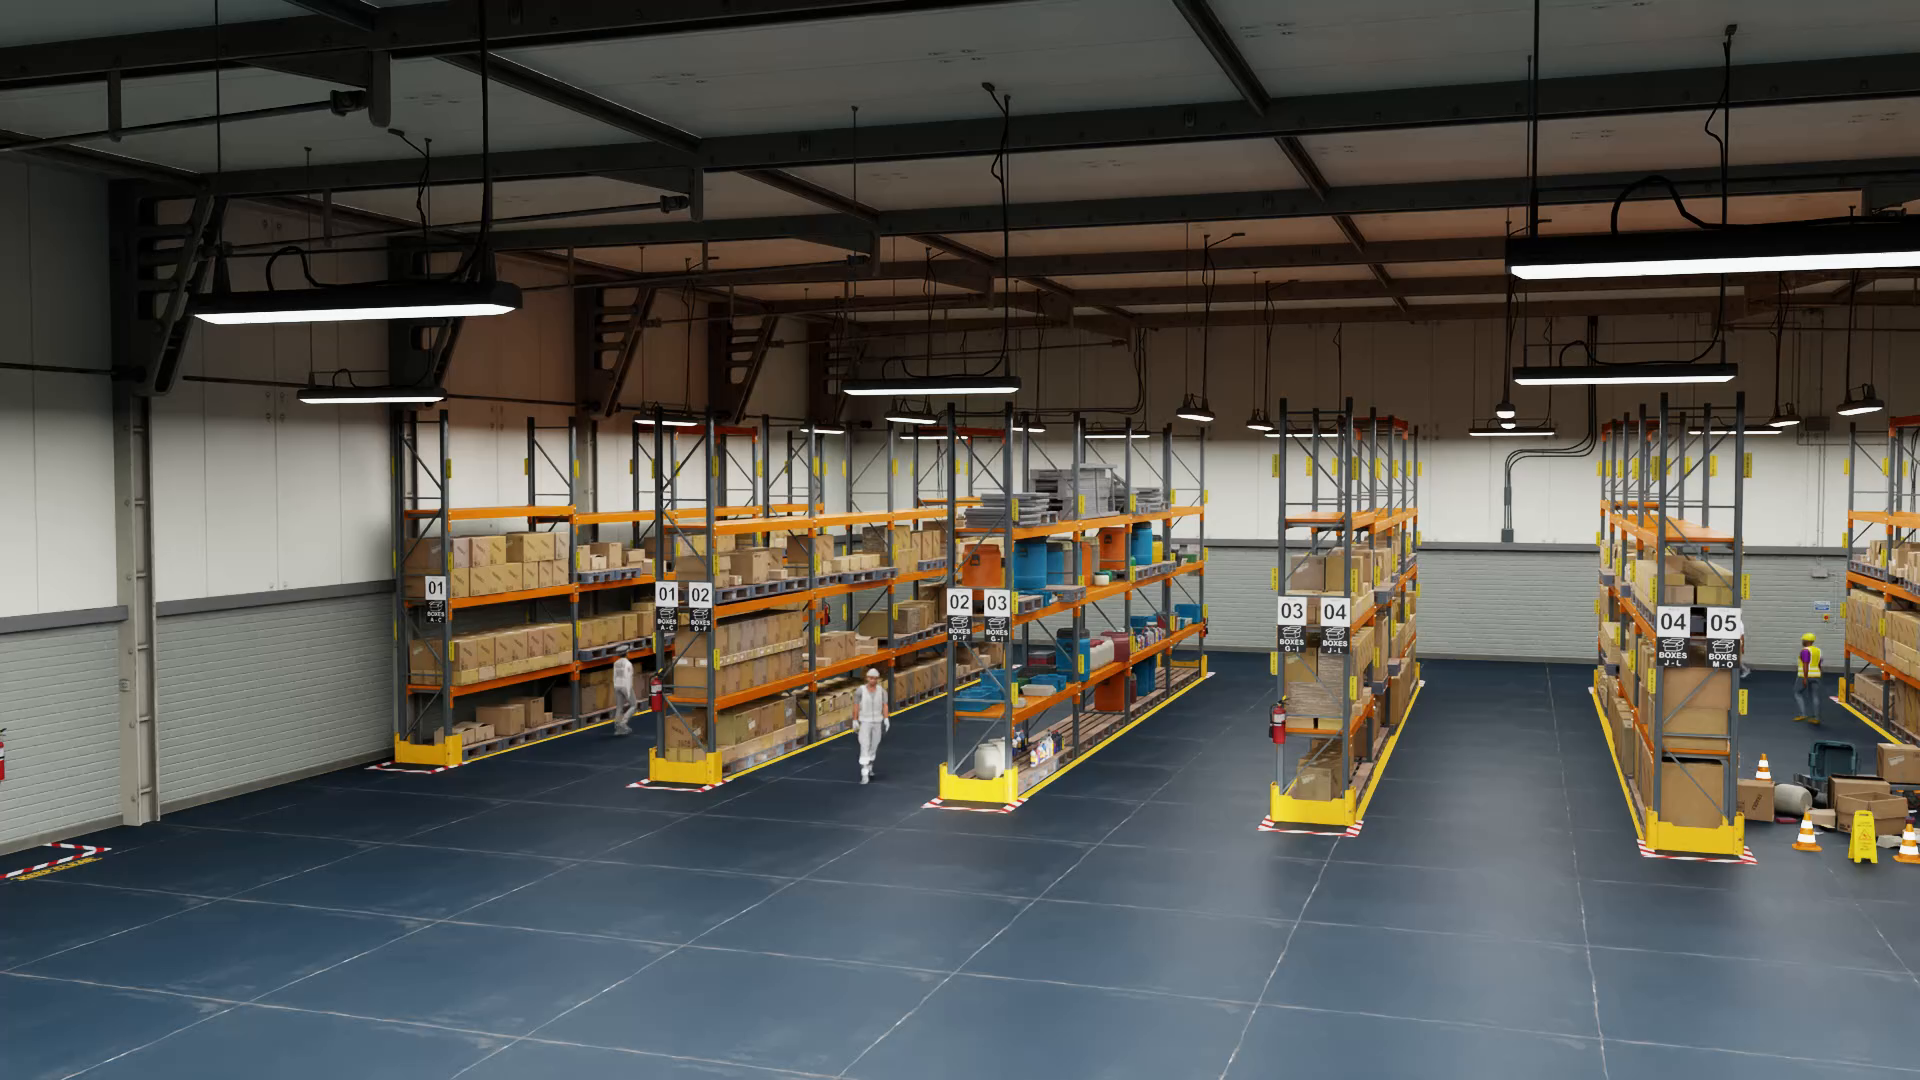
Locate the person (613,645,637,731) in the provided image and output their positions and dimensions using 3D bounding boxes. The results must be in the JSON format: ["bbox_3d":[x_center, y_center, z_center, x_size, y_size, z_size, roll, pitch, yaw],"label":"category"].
[{"bbox_3d":[-6.336,2.782,31.289,0.486,1.611,0.410,2,3,32],"label":"person"}]

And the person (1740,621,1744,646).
[{"bbox_3d":[18.102,2.045,38.944,0.352,0.899,0.567,0,2,-9],"label":"person"}]

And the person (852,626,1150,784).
[{"bbox_3d":[1.258,2.775,30.982,8.853,1.778,6.499,-1,3,-23],"label":"person"}]

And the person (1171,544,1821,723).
[{"bbox_3d":[10.998,1.858,36.446,10.848,3.209,9.686,0,2,-8],"label":"person"}]
